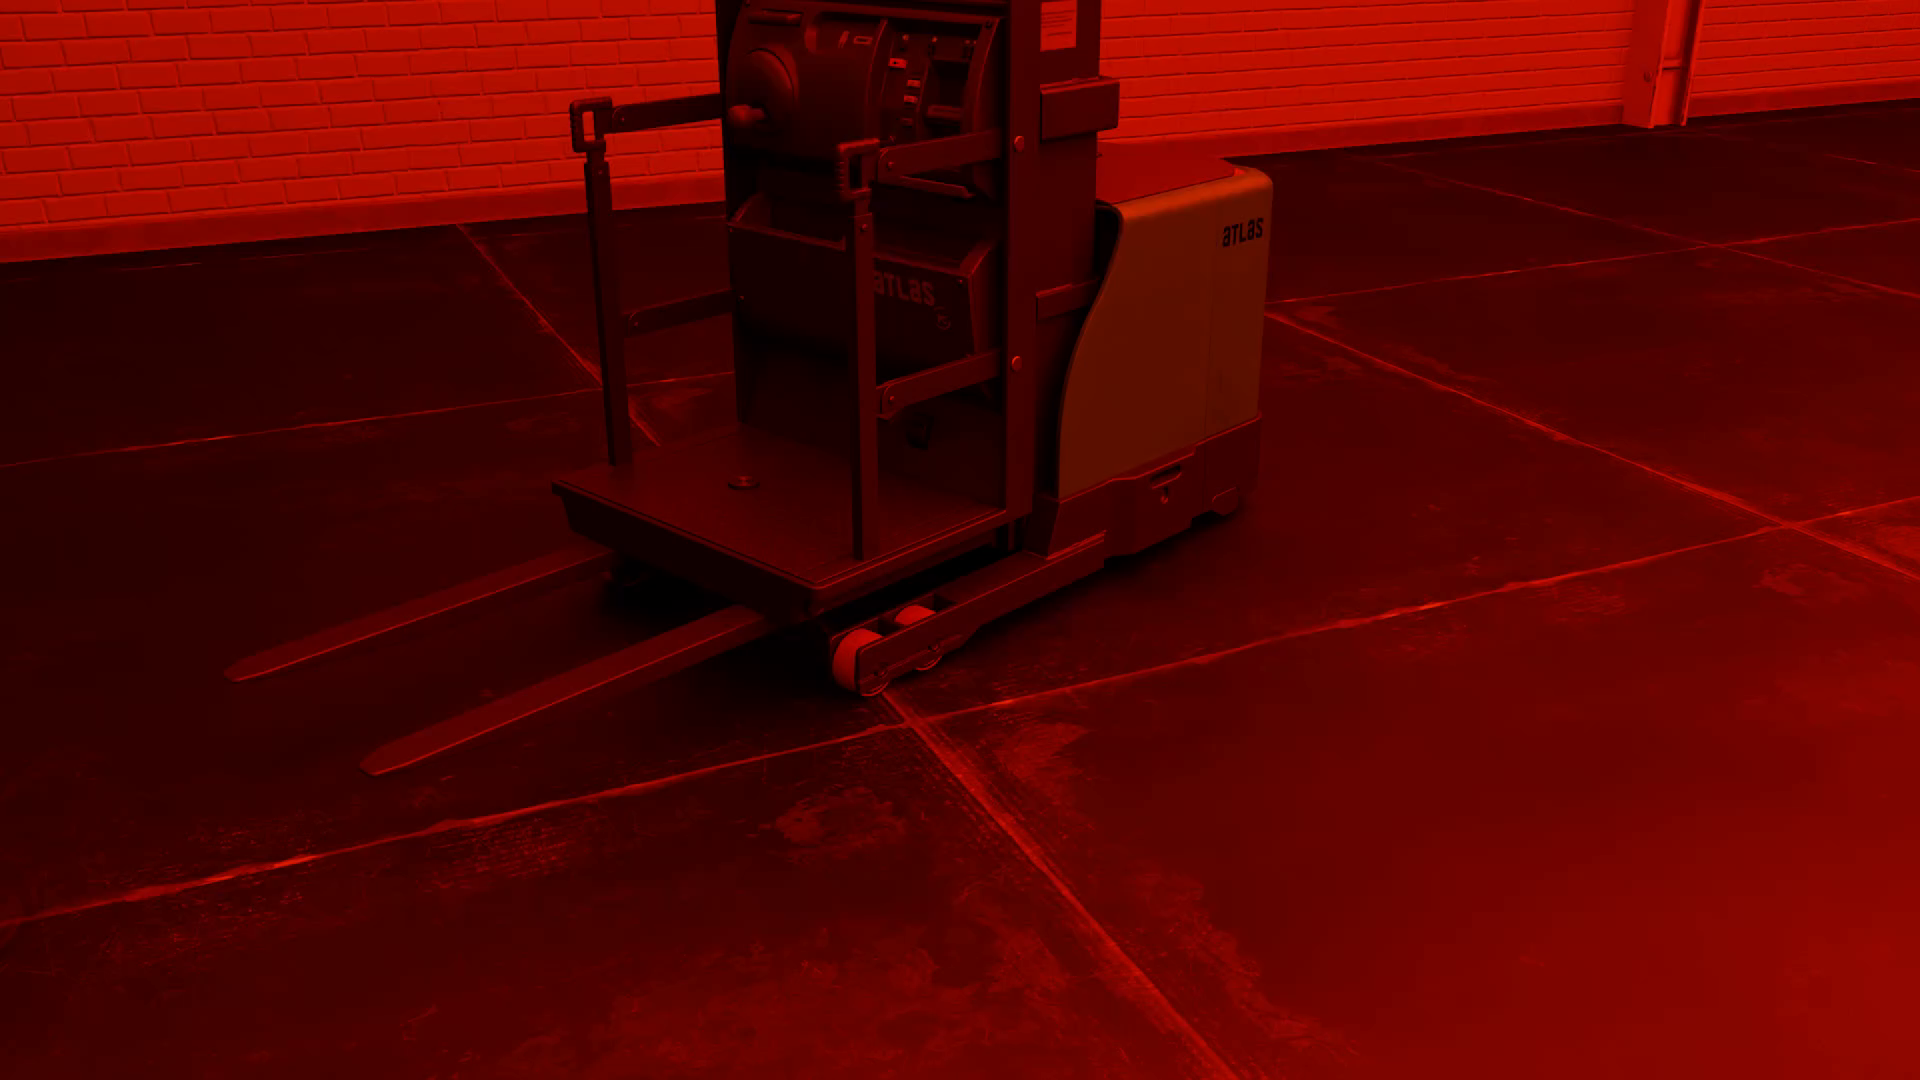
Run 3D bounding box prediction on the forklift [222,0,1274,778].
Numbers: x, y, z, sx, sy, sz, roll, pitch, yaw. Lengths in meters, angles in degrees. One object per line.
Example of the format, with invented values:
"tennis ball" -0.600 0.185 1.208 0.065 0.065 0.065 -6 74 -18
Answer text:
"forklift" -0.413 -1.182 4.131 1.130 2.935 3.031 19 29 39
